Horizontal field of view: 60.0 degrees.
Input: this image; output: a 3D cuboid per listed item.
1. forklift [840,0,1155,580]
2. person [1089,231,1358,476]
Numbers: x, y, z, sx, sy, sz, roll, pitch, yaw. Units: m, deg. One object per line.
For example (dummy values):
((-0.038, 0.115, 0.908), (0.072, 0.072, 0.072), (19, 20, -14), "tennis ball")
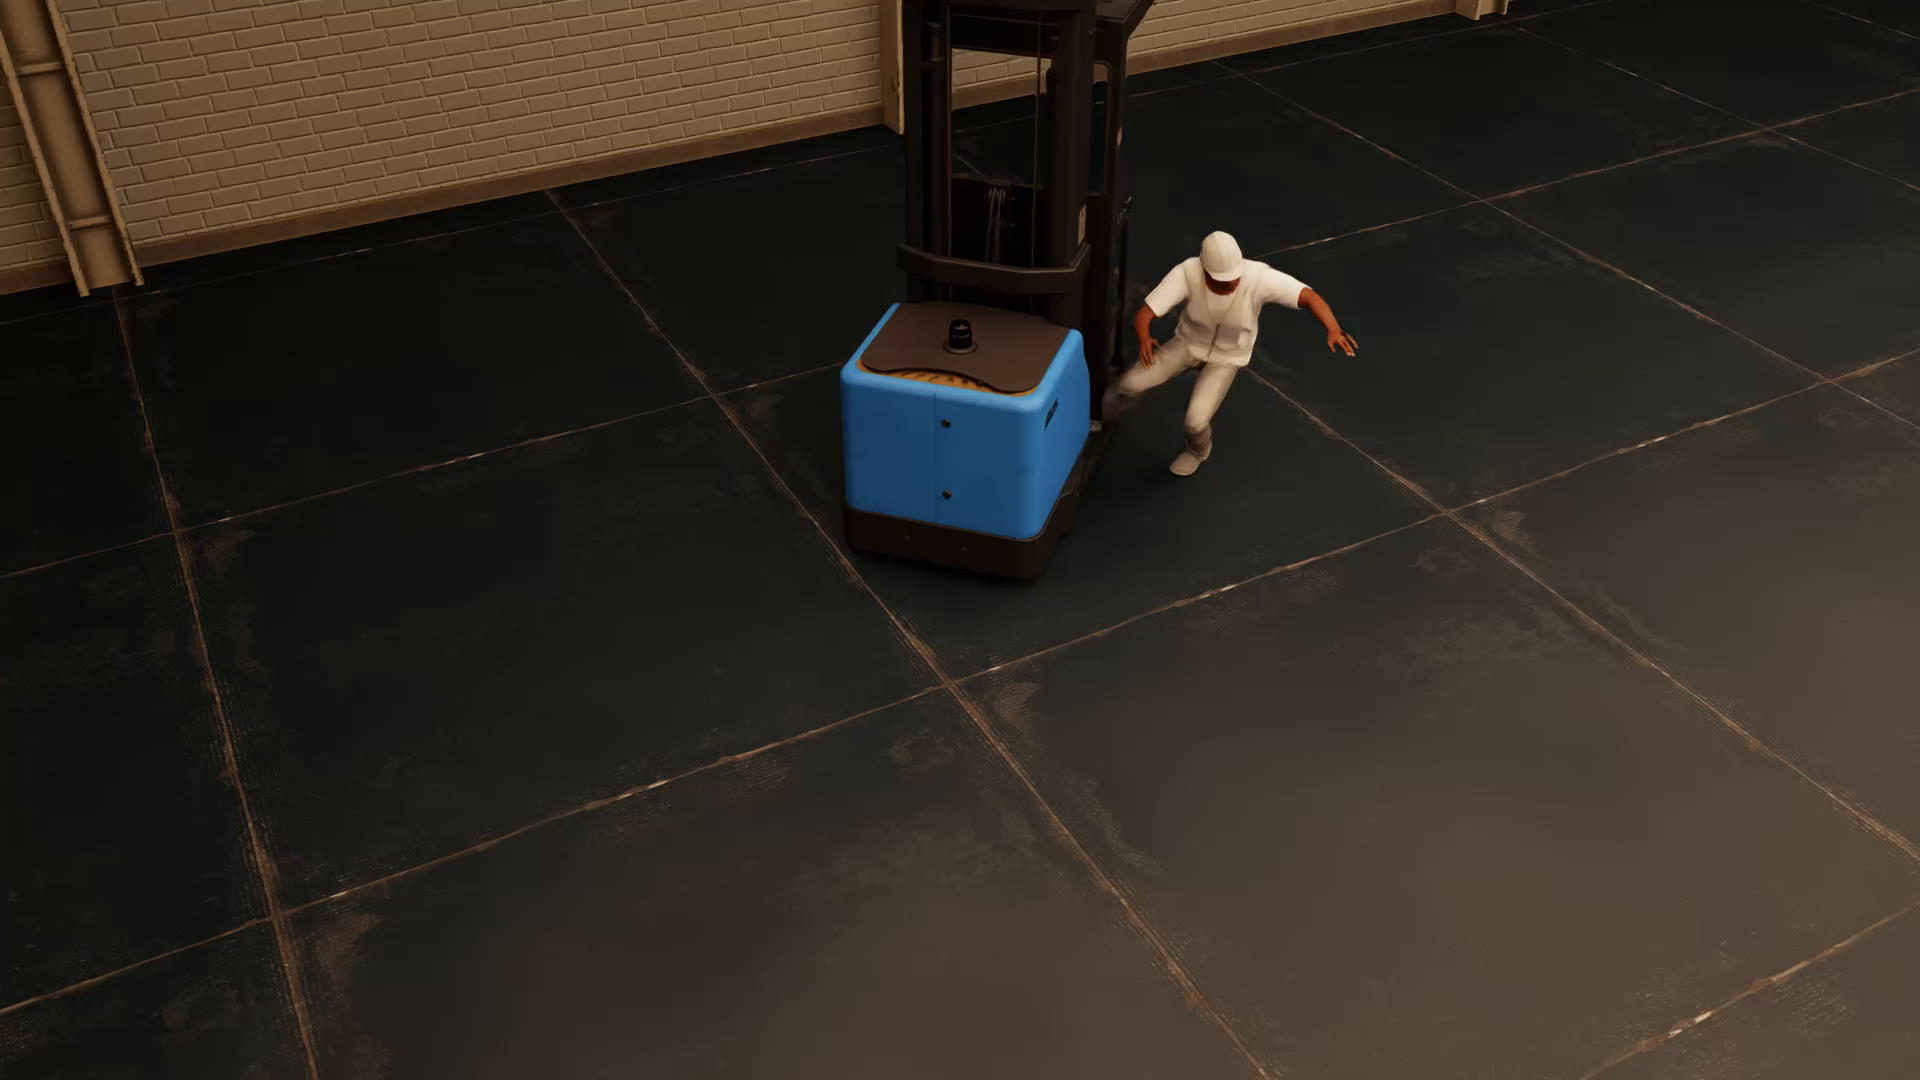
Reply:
((0.345, -1.848, 8.737), (1.130, 2.935, 3.031), (11, 37, 15), "forklift")
((1.258, -0.941, 8.706), (1.583, 1.483, 0.797), (9, 36, 13), "person")
